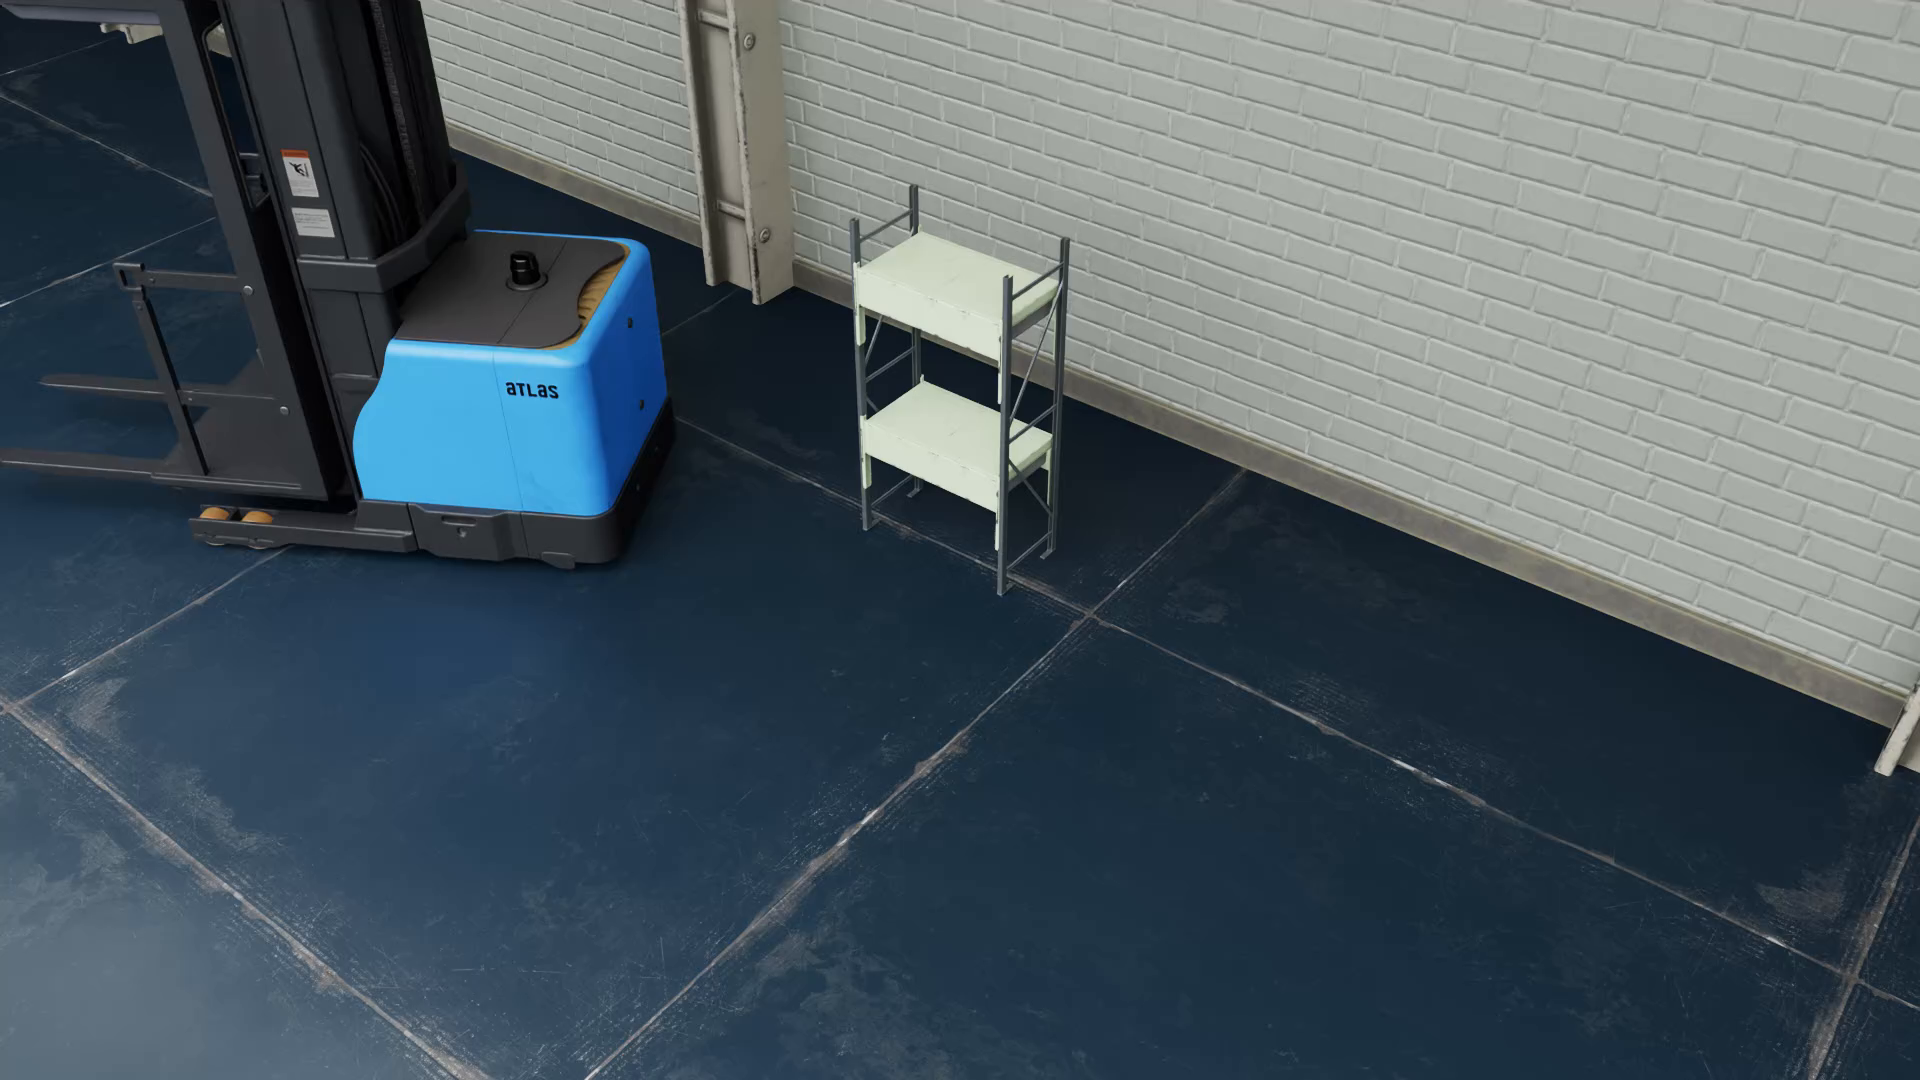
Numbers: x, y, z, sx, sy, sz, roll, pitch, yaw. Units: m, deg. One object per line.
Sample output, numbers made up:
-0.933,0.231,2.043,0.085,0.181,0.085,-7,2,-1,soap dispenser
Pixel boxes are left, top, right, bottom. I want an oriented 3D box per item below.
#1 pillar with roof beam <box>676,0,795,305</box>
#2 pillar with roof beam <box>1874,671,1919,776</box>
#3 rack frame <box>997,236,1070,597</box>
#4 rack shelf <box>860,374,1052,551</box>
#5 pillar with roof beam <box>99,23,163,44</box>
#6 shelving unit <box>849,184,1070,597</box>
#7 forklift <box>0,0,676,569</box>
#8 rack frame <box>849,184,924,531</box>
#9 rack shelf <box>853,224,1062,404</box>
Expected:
-3.746,-2.831,3.566,0.400,9.000,9.100,25,45,29,pillar with roof beam
1.020,-0.584,0.696,0.400,9.000,9.100,25,45,29,pillar with roof beam
0.285,-0.456,6.616,0.023,1.500,0.400,25,45,29,rack frame
-0.005,-0.336,6.992,0.720,0.370,0.431,25,45,29,rack shelf
-8.512,-5.078,6.436,0.400,9.000,9.100,25,45,29,pillar with roof beam
-0.005,-0.593,6.791,0.755,1.500,0.431,25,45,29,shelving unit
-2.879,-1.431,6.700,3.031,2.935,1.130,5,38,6,forklift
-0.296,-0.730,6.966,0.023,1.500,0.400,25,45,29,rack frame
-0.005,-0.900,6.550,0.720,0.370,0.431,25,45,29,rack shelf
